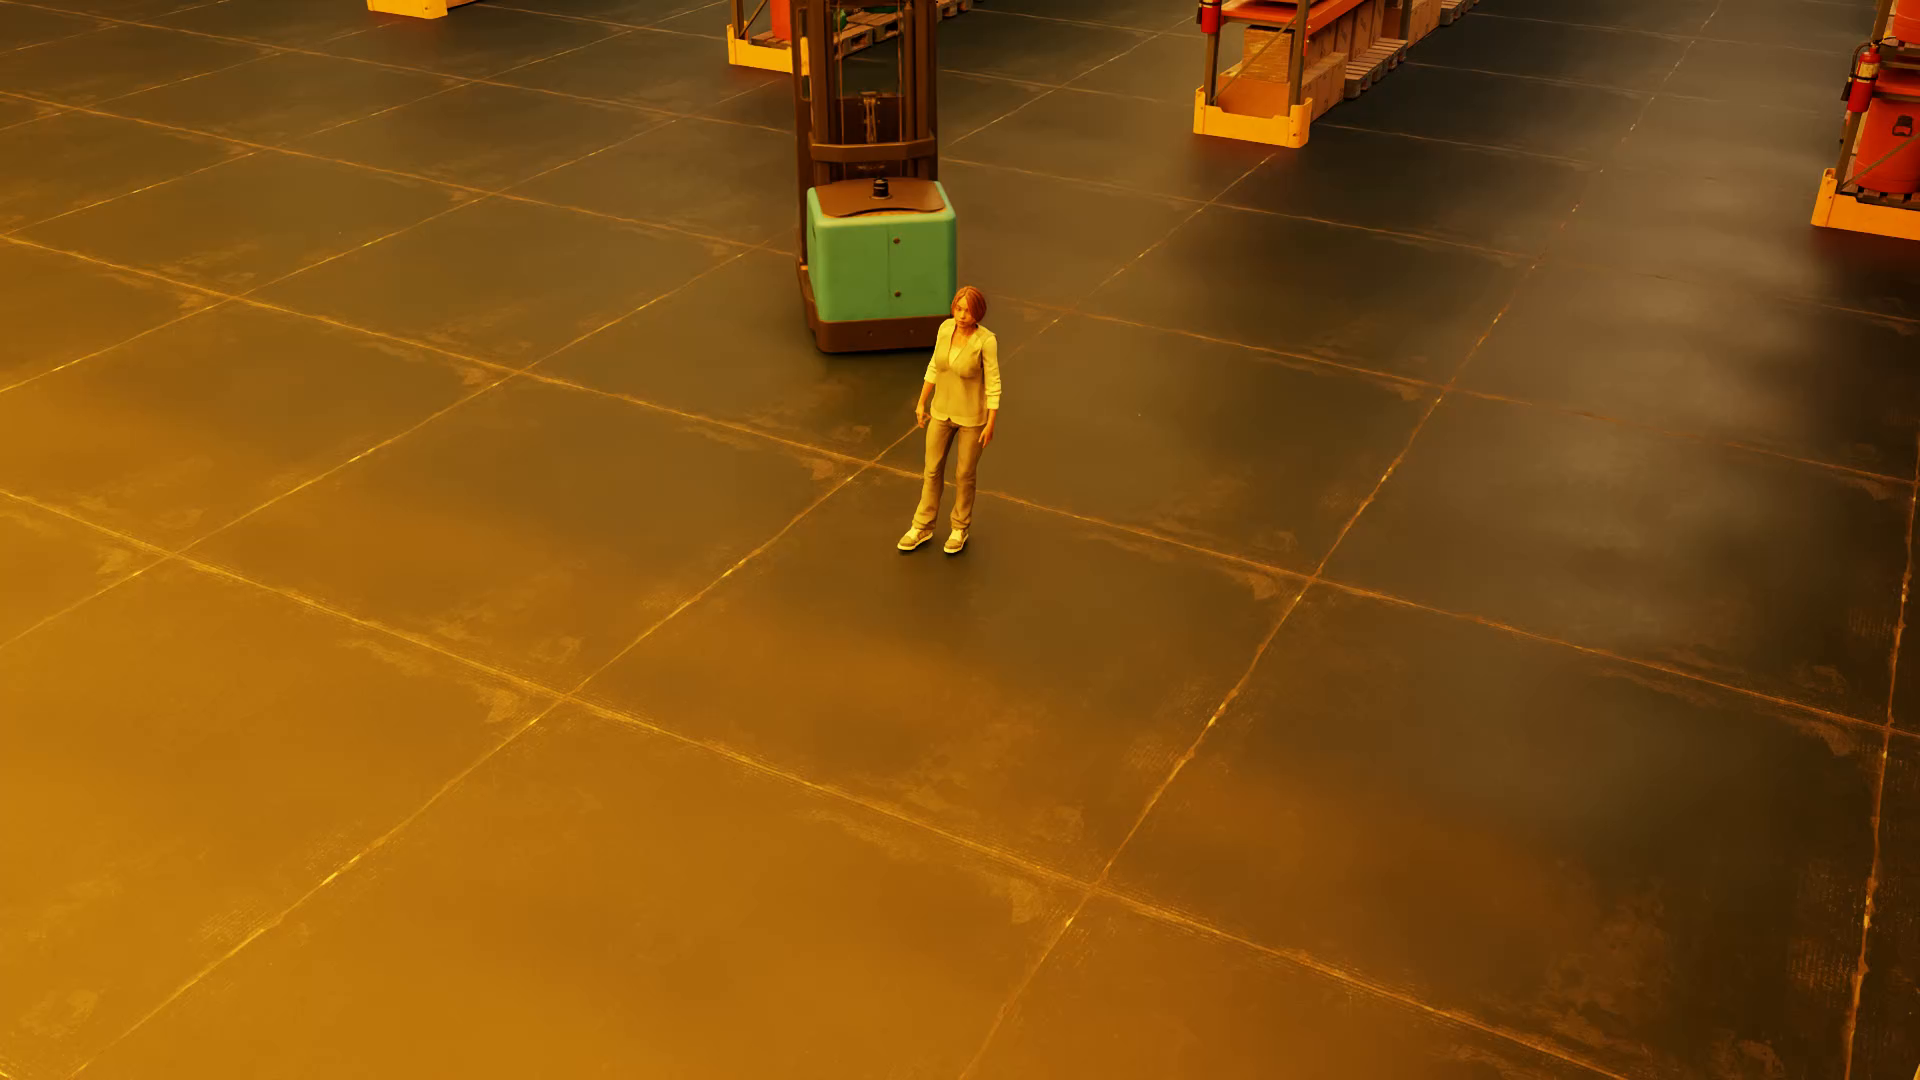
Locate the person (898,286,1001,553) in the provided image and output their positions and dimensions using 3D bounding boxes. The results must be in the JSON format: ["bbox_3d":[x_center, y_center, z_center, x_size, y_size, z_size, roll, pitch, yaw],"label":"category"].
[{"bbox_3d":[-0.049,-0.669,9.549,0.520,1.599,0.473,15,33,25],"label":"person"}]

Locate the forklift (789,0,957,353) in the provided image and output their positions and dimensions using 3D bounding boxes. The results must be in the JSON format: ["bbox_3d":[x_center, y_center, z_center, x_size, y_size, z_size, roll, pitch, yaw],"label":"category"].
[{"bbox_3d":[-0.757,-3.367,12.905,1.130,2.935,3.031,-5,30,-8],"label":"forklift"}]
